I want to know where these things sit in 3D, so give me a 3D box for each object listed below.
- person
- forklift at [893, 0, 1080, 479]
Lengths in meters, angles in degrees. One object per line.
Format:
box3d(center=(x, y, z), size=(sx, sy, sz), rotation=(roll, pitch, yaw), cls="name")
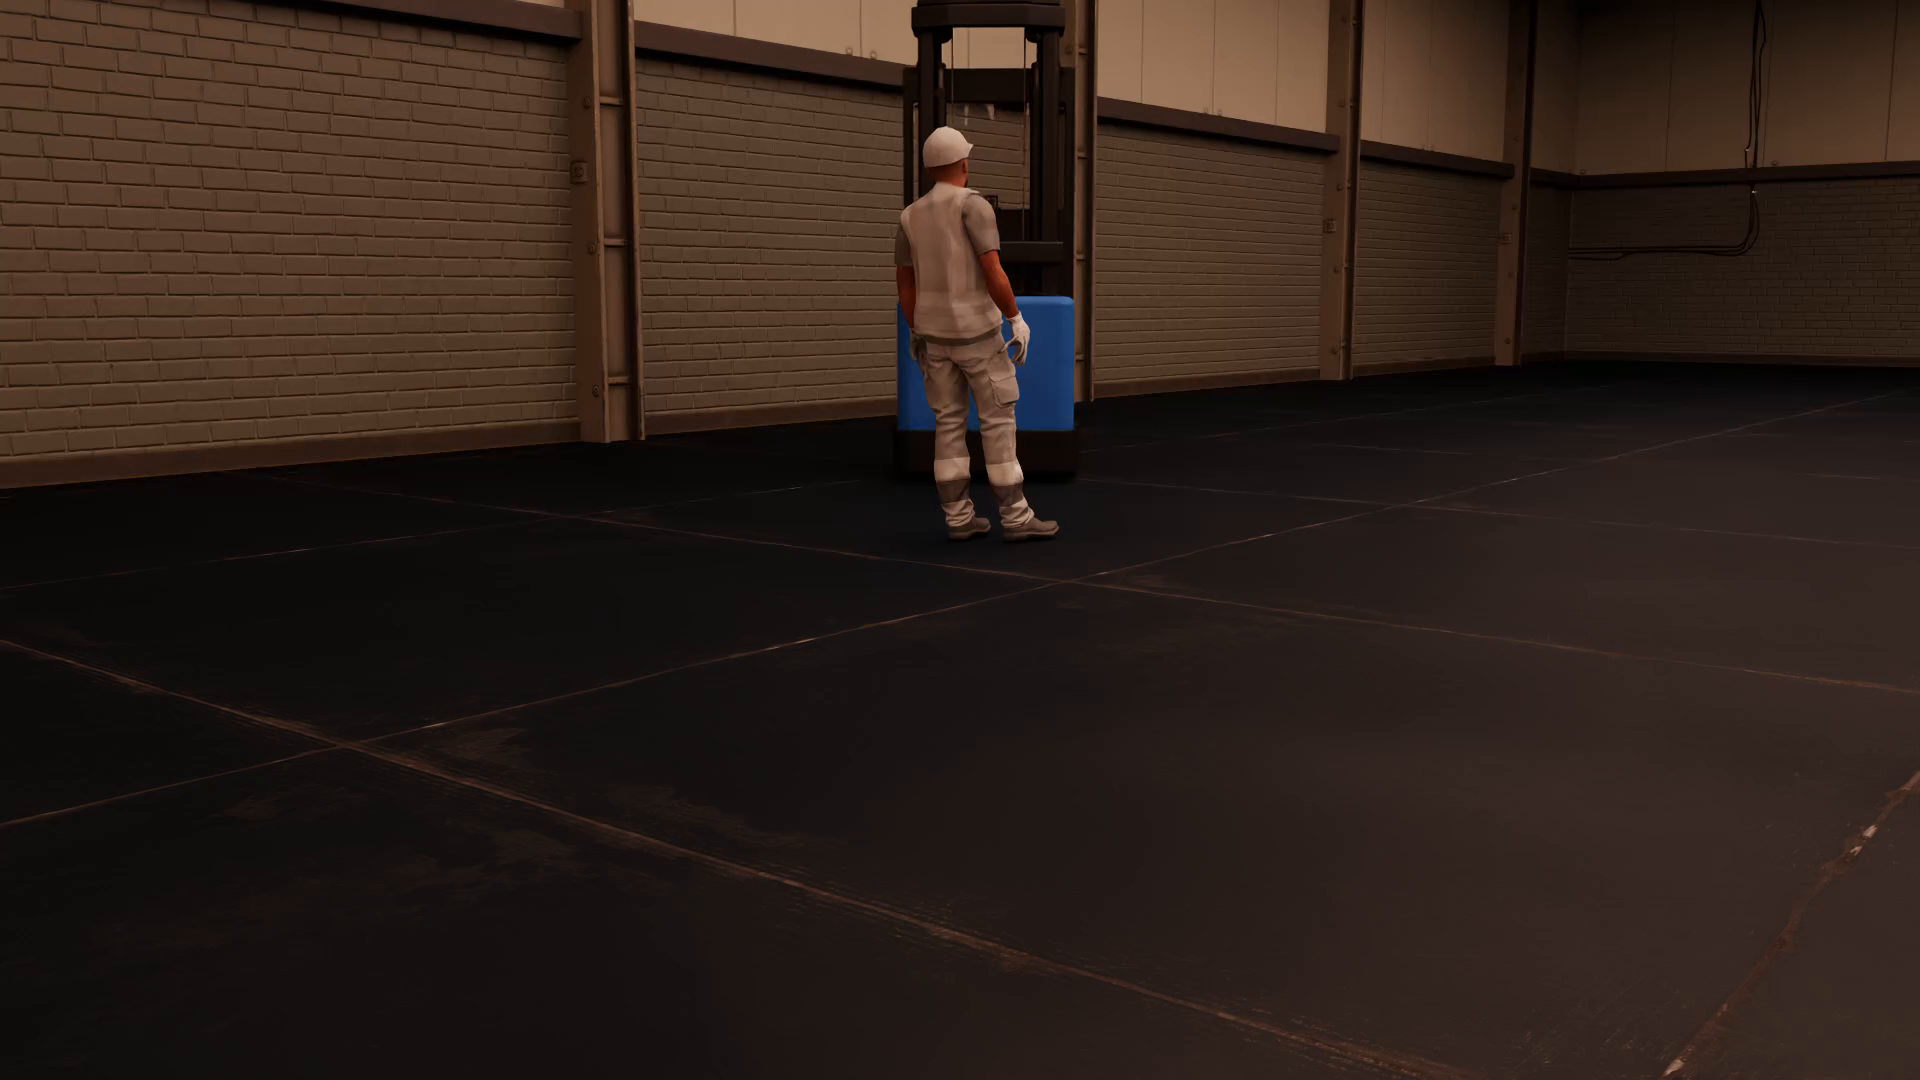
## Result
box3d(center=(0.060, -0.900, 7.328), size=(0.637, 1.787, 0.564), rotation=(7, 11, 38), cls="person")
box3d(center=(0.191, -1.988, 10.865), size=(1.130, 2.935, 3.031), rotation=(0, 8, 2), cls="forklift")
